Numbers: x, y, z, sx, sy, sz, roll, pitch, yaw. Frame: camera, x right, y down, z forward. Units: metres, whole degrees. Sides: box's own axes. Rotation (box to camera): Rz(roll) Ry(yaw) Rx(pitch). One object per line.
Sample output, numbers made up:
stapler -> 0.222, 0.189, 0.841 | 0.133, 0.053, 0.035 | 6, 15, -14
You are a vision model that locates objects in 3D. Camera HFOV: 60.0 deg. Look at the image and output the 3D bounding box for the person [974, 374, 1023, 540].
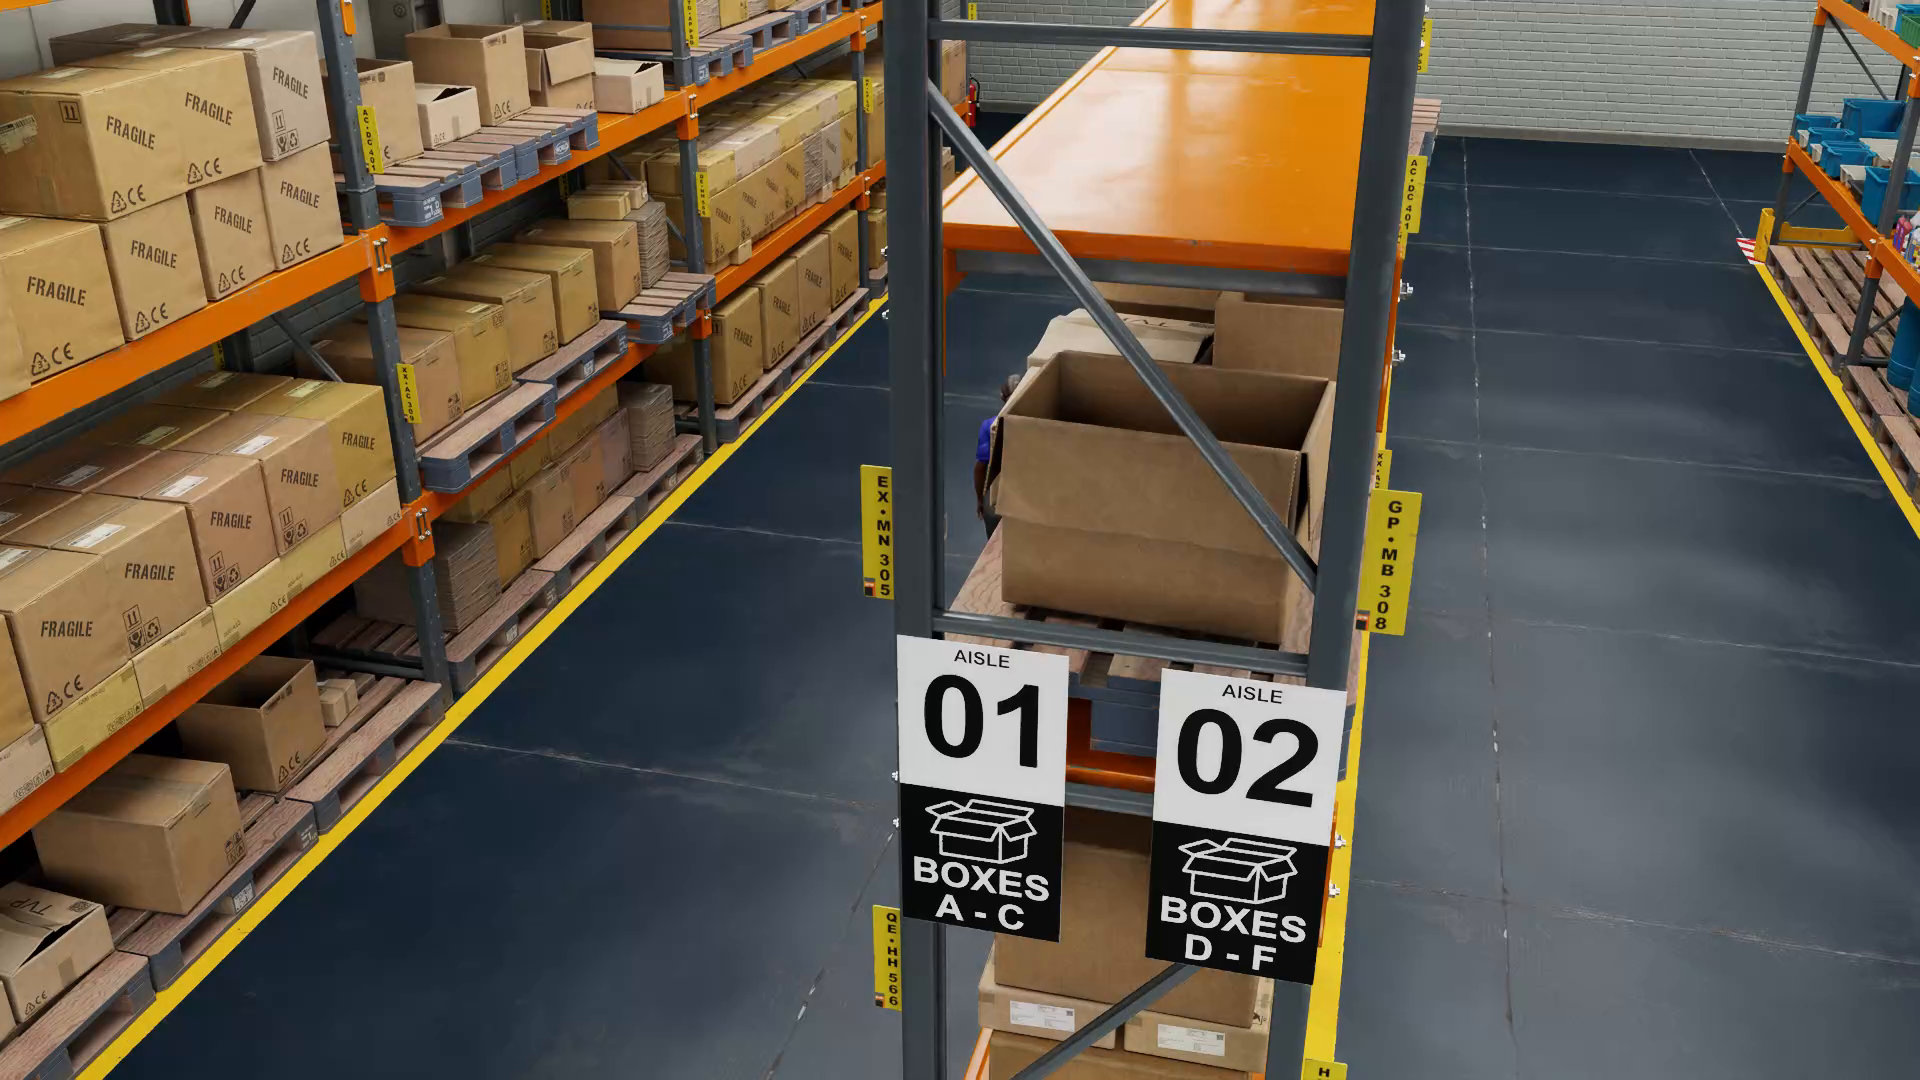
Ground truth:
person -> 0.343, -0.215, 10.151 | 0.505, 1.655, 0.390 | 7, 26, 14
